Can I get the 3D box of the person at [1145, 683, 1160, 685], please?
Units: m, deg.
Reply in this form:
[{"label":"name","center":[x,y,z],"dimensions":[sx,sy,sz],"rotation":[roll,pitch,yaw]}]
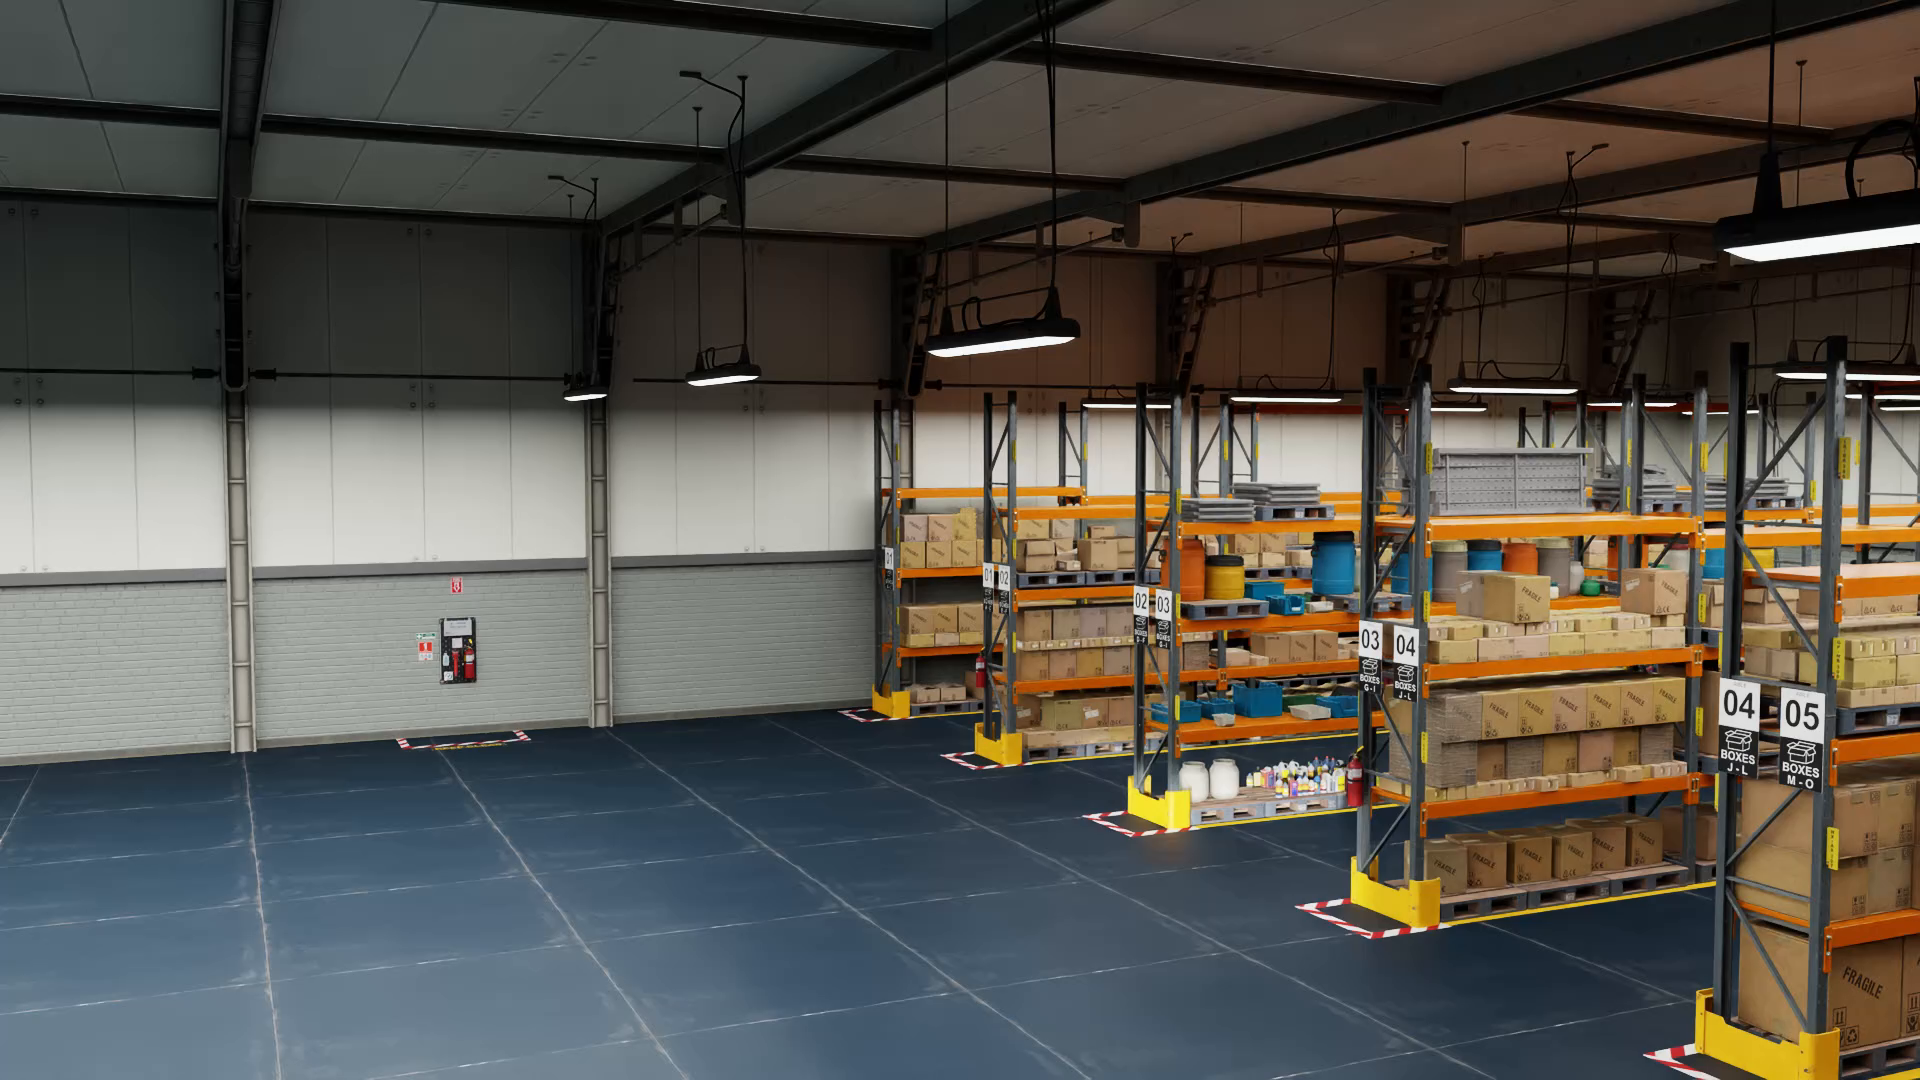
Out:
[{"label":"person","center":[3.429,2.524,30.446],"dimensions":[1.085,1.707,0.603],"rotation":[-1,4,-24]}]
